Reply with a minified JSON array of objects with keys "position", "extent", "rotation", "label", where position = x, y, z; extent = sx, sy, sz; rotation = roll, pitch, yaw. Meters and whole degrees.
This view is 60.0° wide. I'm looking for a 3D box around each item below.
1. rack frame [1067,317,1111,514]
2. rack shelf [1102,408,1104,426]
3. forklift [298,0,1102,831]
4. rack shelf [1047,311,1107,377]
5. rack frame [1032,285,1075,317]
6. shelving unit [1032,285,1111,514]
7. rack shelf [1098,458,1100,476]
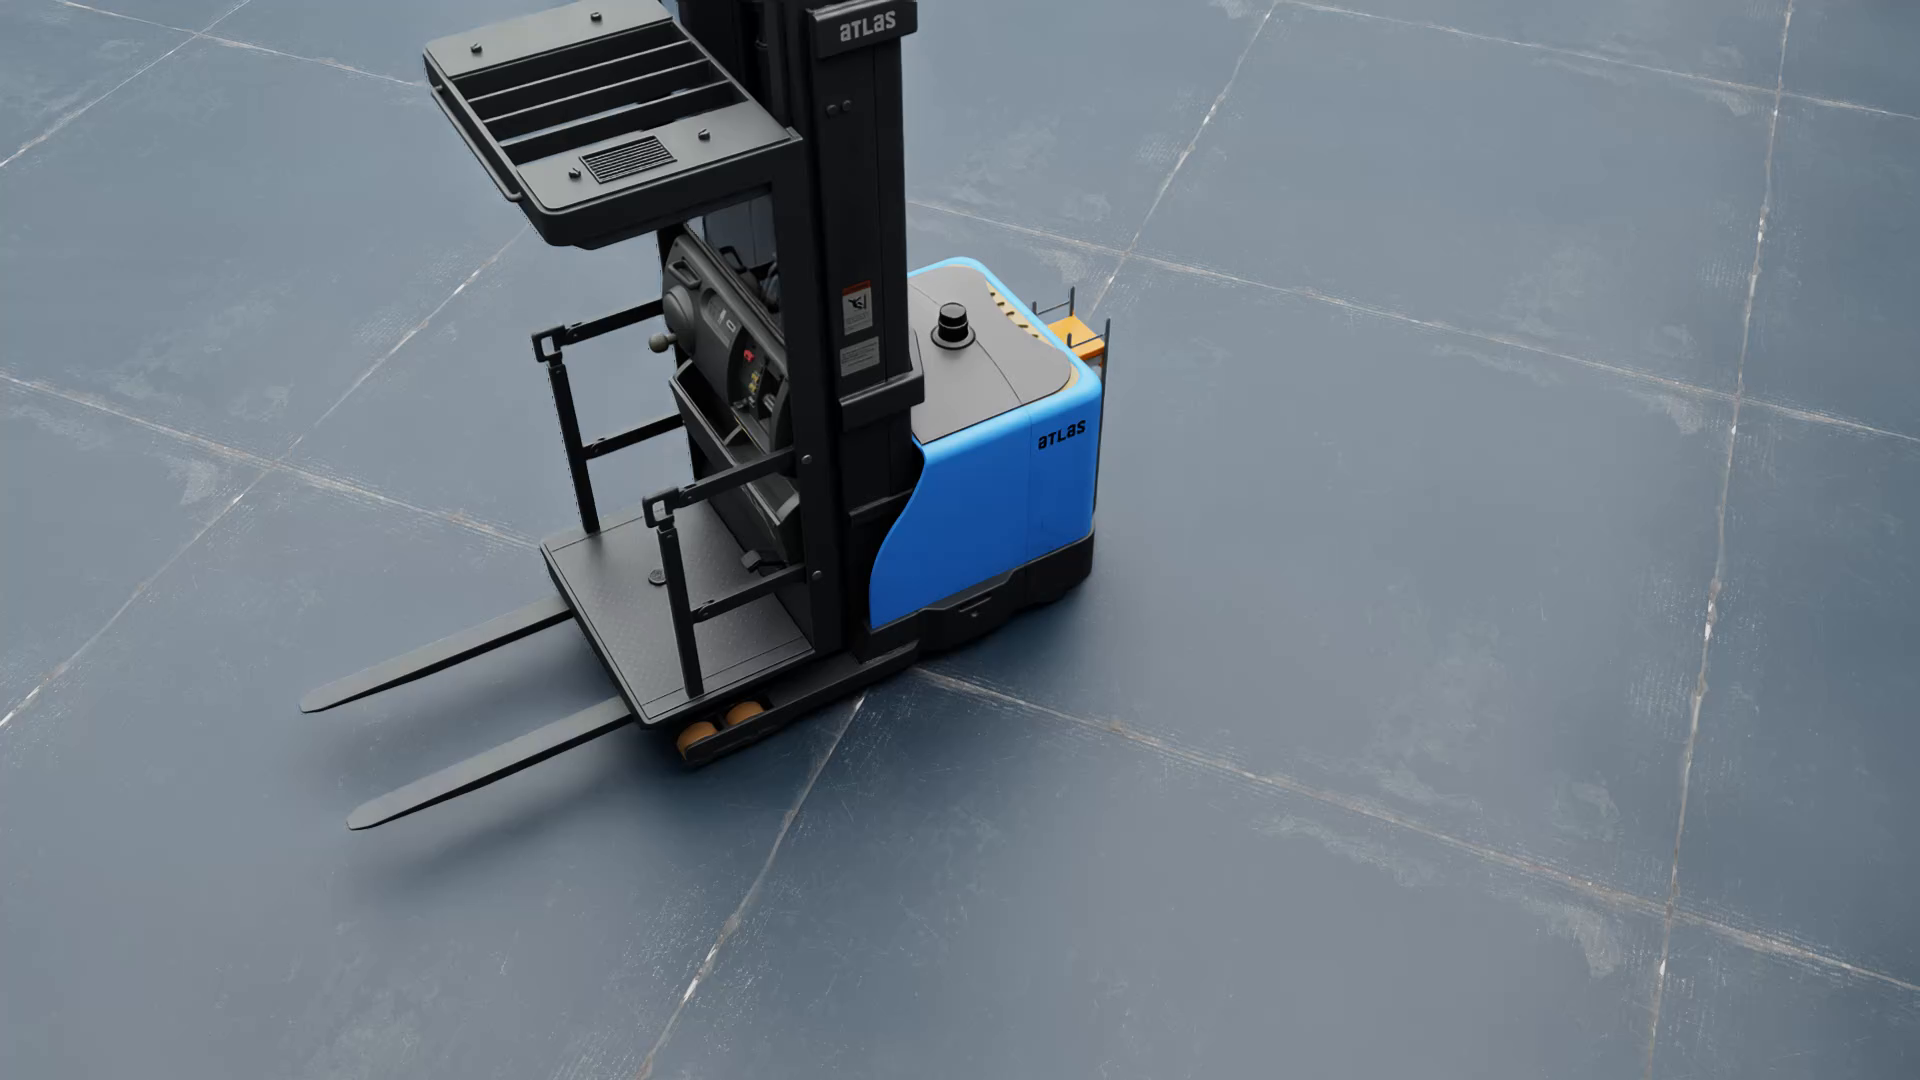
[{"position":[0.499,-0.456,6.803],"extent":[0.200,1.050,0.008],"rotation":[-24,49,-22],"label":"rack frame"},{"position":[0.435,-0.522,6.884],"extent":[0.215,0.259,0.240],"rotation":[-24,49,-22],"label":"rack shelf"},{"position":[-0.985,-0.624,5.638],"extent":[3.031,2.935,1.130],"rotation":[-23,49,-21],"label":"forklift"},{"position":[0.435,-0.723,6.684],"extent":[0.215,0.259,0.240],"rotation":[-24,49,-22],"label":"rack shelf"},{"position":[0.371,-0.603,6.950],"extent":[0.200,1.050,0.008],"rotation":[-24,49,-22],"label":"rack frame"},{"position":[0.435,-0.529,6.877],"extent":[0.215,1.050,0.252],"rotation":[-24,49,-22],"label":"shelving unit"},{"position":[0.435,-0.325,7.080],"extent":[0.215,0.259,0.240],"rotation":[-24,49,-22],"label":"rack shelf"}]
